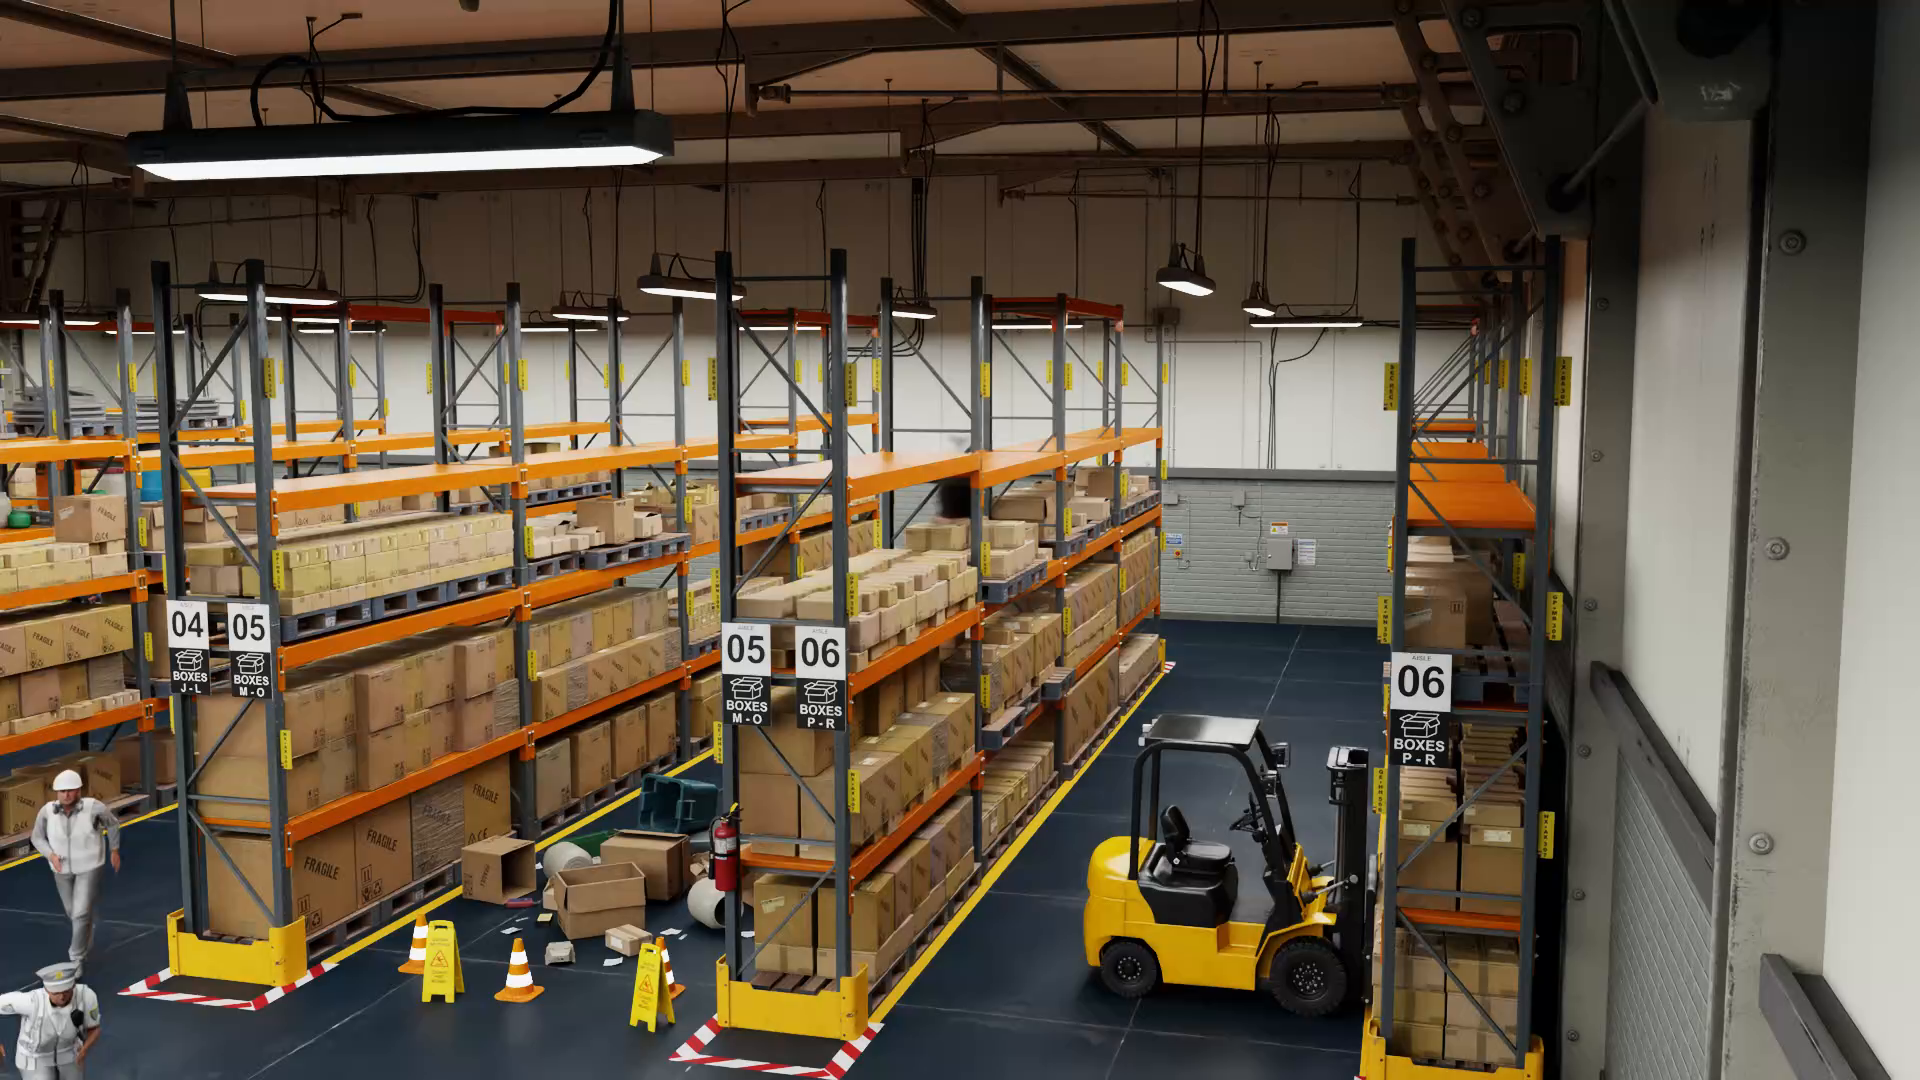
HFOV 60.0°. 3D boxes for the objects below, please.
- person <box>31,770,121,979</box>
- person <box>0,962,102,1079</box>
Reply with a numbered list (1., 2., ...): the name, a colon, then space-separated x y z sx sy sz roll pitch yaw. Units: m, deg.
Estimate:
1. person: -7.572 2.800 14.320 0.646 1.777 0.828 -1 6 -9
2. person: -5.727 3.324 10.421 0.605 1.491 0.876 -5 8 -42
